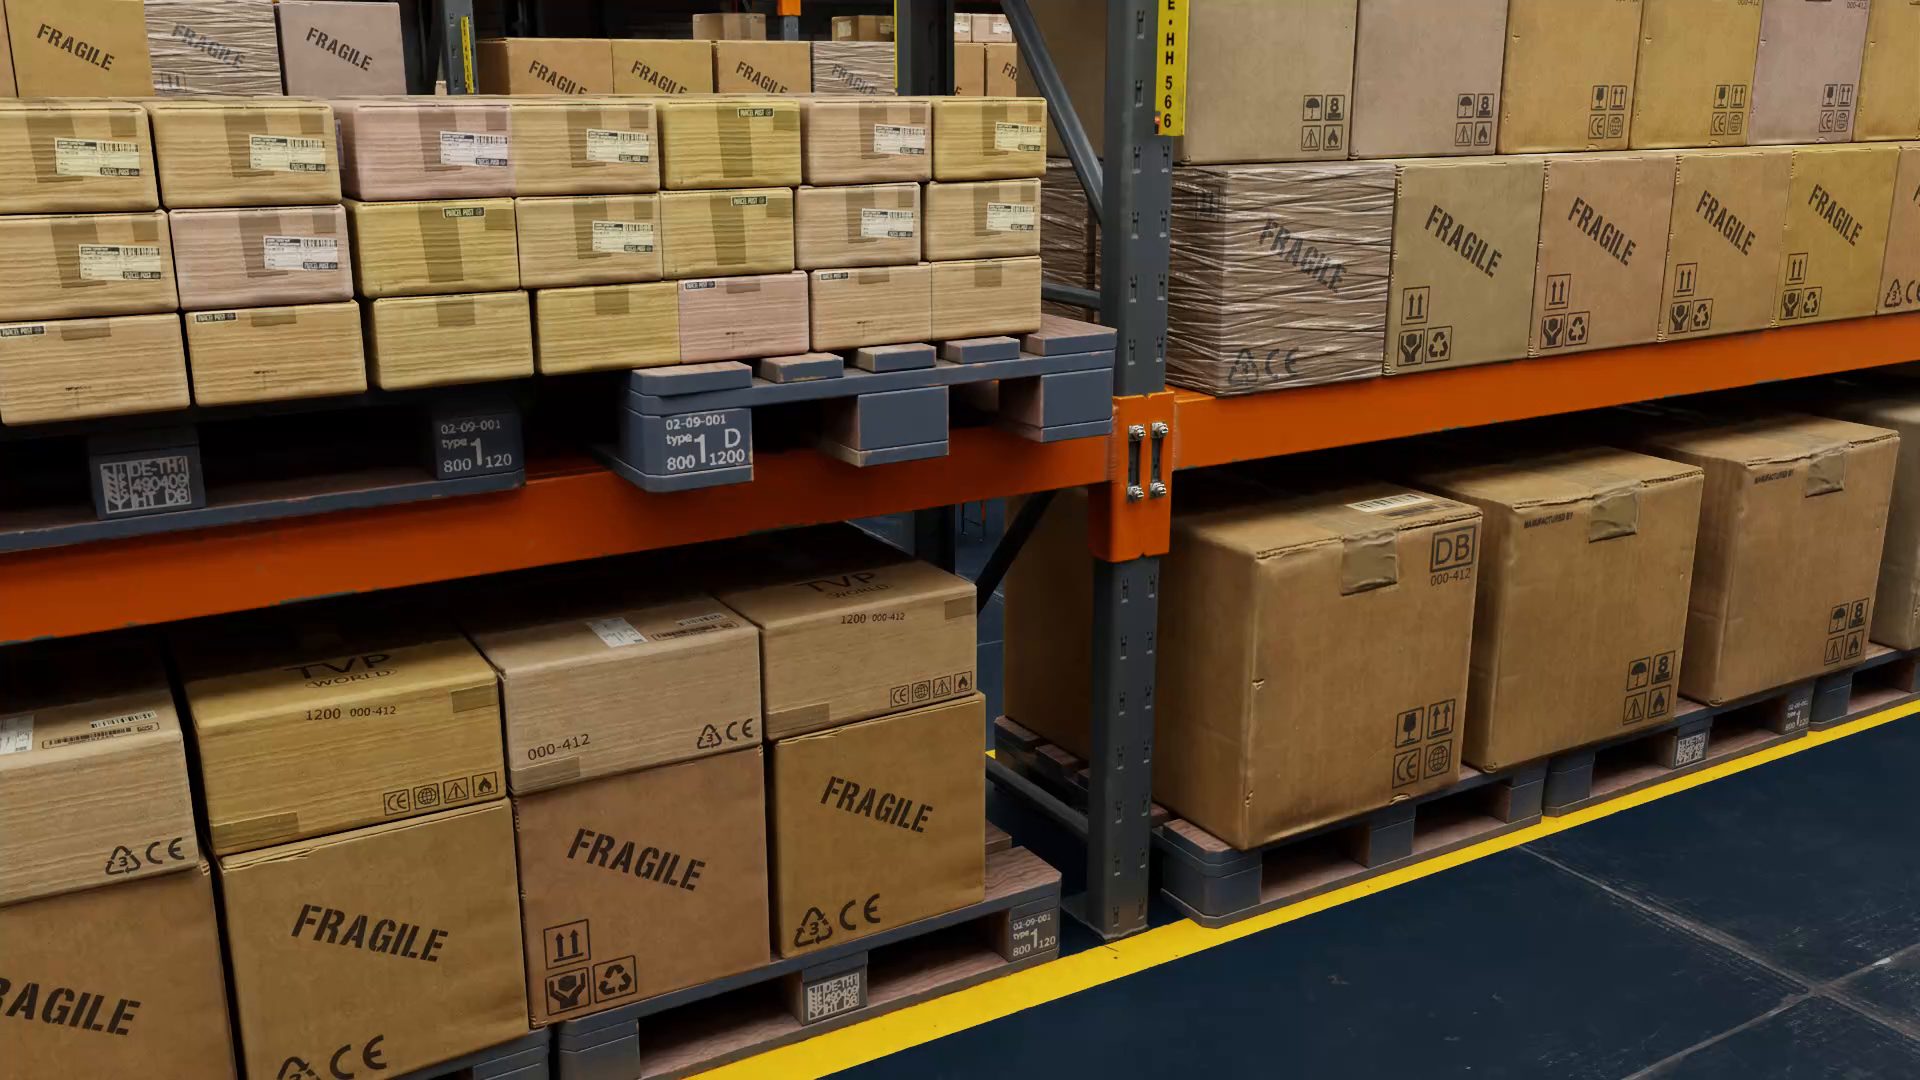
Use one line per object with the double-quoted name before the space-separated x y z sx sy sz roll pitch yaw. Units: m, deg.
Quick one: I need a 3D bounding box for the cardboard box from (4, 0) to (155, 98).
"cardboard box" -3.664 -1.991 6.917 0.500 0.500 0.500 -9 18 -30

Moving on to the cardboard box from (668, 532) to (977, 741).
"cardboard box" -0.306 0.193 3.628 0.500 0.250 0.500 -10 18 -31

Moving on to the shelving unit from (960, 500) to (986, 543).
"shelving unit" -0.046 -0.498 7.242 0.252 1.050 0.215 -9 18 -30

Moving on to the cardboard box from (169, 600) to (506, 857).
"cardboard box" -1.177 0.333 3.130 0.500 0.250 0.500 -9 18 -28

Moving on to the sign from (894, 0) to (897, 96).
"sign" -0.143 -1.289 4.304 0.005 0.325 0.100 -9 18 -30

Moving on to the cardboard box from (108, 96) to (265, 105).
"cardboard box" -1.476 -0.768 3.179 0.250 0.149 0.380 -9 18 -28

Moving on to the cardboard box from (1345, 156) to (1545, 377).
"cardboard box" 1.104 -0.723 4.245 0.500 0.500 0.500 -9 18 -30

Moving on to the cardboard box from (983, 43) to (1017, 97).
"cardboard box" 0.236 -2.497 9.247 0.500 0.500 0.500 -9 18 -29

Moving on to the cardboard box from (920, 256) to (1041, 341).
"cardboard box" -0.041 -0.509 3.357 0.250 0.149 0.380 -9 18 -29

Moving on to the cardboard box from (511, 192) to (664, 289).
"cardboard box" -0.710 -0.544 2.930 0.250 0.149 0.380 -9 18 -30

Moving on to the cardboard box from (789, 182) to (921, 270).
"cardboard box" -0.271 -0.616 3.187 0.250 0.149 0.380 -8 18 -28

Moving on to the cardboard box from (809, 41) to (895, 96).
"cardboard box" -0.658 -2.354 8.736 0.500 0.500 0.500 -10 19 -32

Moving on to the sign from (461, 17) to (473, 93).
"sign" -2.202 -2.164 7.427 0.005 0.325 0.100 -9 18 -30

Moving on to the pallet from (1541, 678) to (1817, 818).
"pallet" 1.905 0.479 5.310 1.213 0.211 1.003 -9 18 -30

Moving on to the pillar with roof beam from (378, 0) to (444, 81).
"pillar with roof beam" -2.180 -5.165 9.162 0.400 9.000 9.100 -9 18 -30

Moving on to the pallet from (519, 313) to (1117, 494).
"pallet" -0.411 -0.387 3.589 1.003 0.211 1.213 -9 18 -30

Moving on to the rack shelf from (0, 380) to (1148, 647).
"rack shelf" -1.569 0.021 3.109 4.000 0.370 1.077 -9 18 -30

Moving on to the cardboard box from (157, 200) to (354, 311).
"cardboard box" -1.148 -0.474 2.679 0.250 0.149 0.380 -9 18 -28

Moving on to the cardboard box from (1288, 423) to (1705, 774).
"cardboard box" 1.461 0.092 4.915 0.750 0.750 1.050 -9 18 -29

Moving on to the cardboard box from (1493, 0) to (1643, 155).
"cardboard box" 1.407 -1.335 4.578 0.500 0.500 0.700 -10 18 -31

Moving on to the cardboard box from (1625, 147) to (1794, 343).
"cardboard box" 1.964 -0.861 4.740 0.500 0.500 0.500 -9 18 -30

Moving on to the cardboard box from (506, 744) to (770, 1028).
"cardboard box" -0.731 0.622 3.488 0.500 0.500 0.500 -8 18 -27

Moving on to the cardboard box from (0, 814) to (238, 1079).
"cardboard box" -1.619 0.763 2.983 0.500 0.500 0.500 -9 18 -29

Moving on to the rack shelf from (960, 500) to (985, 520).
"rack shelf" -0.046 -0.220 7.319 0.240 0.259 0.215 -9 18 -30

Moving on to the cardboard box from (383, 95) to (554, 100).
"cardboard box" -1.019 -0.844 3.447 0.250 0.149 0.380 -10 19 -32

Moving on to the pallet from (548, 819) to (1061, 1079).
"pallet" -0.525 0.848 3.994 1.213 0.211 1.003 -9 18 -30

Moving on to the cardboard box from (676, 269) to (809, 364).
"cardboard box" -0.475 -0.440 3.108 0.250 0.149 0.380 -9 18 -29

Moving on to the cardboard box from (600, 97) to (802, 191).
"cardboard box" -0.480 -0.726 3.027 0.250 0.149 0.380 -9 18 -28

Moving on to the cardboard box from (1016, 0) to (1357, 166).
"cardboard box" 0.535 -1.193 4.070 0.500 0.500 0.700 -9 18 -30

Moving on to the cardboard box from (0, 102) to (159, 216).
"cardboard box" -1.372 -0.581 2.512 0.250 0.149 0.380 -9 18 -28

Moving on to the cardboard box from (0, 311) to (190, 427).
"cardboard box" -1.375 -0.294 2.588 0.250 0.149 0.380 -10 19 -32

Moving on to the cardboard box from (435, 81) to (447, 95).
"cardboard box" -3.972 -3.337 12.371 0.250 0.149 0.380 -9 18 -29

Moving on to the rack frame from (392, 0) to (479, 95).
"rack frame" -2.490 -1.734 8.040 0.127 3.000 1.000 -9 18 -30

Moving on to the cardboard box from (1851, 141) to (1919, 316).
"cardboard box" 2.831 -1.003 5.244 0.500 0.500 0.500 -9 18 -30

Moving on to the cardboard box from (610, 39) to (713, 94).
"cardboard box" -1.543 -2.211 8.226 0.500 0.500 0.500 -8 18 -27

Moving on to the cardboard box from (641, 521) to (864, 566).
"cardboard box" -0.570 0.077 4.042 0.500 0.250 0.500 -10 19 -32

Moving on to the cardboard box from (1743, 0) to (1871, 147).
"cardboard box" 2.278 -1.476 5.081 0.500 0.500 0.700 -9 18 -29

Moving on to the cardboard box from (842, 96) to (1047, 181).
"cardboard box" -0.039 -0.797 3.280 0.250 0.149 0.380 -10 19 -32

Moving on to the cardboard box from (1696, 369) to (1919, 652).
"cardboard box" 3.088 -0.171 5.853 0.750 0.750 1.050 -9 18 -30

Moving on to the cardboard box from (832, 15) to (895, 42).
"cardboard box" -0.525 -2.838 9.260 0.250 0.149 0.380 -8 18 -27

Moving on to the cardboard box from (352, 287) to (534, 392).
"cardboard box" -0.920 -0.368 2.852 0.250 0.149 0.380 -10 19 -32

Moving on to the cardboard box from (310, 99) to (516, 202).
"cardboard box" -0.916 -0.656 2.777 0.250 0.149 0.380 -9 18 -30

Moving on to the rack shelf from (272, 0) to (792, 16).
"rack shelf" -3.336 -4.258 12.819 4.000 0.370 1.077 -9 18 -30

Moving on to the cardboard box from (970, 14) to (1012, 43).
"cardboard box" 0.075 -2.781 9.057 0.250 0.149 0.380 -10 18 -31

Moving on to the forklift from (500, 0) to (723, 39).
"forklift" -2.180 -2.557 11.102 3.031 2.935 1.130 -9 18 -30

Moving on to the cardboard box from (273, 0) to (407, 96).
"cardboard box" -2.799 -2.132 7.419 0.500 0.500 0.500 -10 18 -31

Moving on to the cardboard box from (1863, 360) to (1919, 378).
"cardboard box" 4.149 -0.410 6.472 0.875 0.875 0.875 -9 18 -29

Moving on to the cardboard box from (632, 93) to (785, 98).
"cardboard box" -0.579 -0.913 3.696 0.250 0.149 0.380 -10 18 -31

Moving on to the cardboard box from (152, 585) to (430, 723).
"cardboard box" -1.436 0.213 3.555 0.500 0.250 0.500 -9 18 -29
